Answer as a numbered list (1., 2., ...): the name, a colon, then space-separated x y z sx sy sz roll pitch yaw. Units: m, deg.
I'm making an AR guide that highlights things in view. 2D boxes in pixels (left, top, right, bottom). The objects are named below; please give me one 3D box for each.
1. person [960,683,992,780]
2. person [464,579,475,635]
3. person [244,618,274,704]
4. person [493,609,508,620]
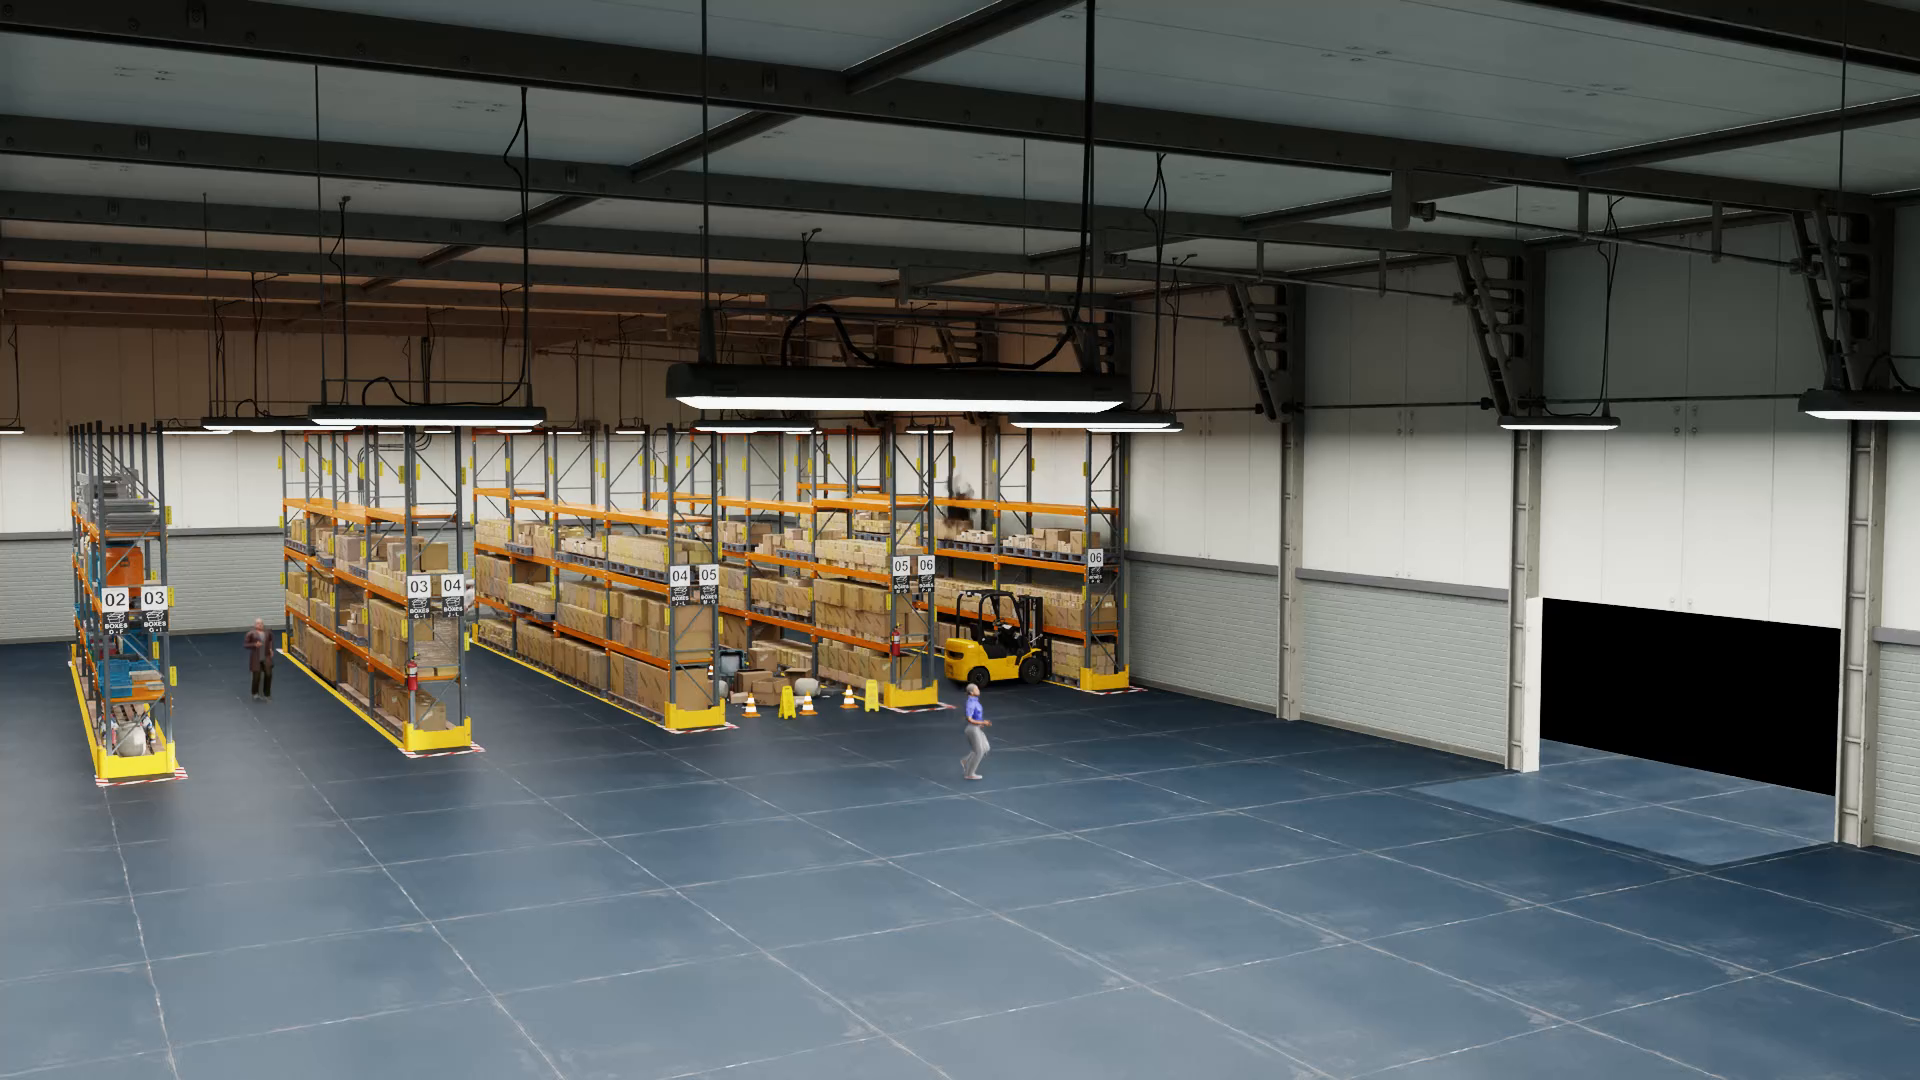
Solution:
1. person: 0.268 3.201 27.803 0.568 1.597 0.570 0 4 7
2. person: -14.217 1.953 47.816 0.588 1.644 0.762 -1 4 -14
3. person: -15.113 2.612 35.913 0.687 1.844 0.814 -3 4 -37
4. person: -13.250 1.895 48.253 0.842 1.679 0.582 -2 4 -26
